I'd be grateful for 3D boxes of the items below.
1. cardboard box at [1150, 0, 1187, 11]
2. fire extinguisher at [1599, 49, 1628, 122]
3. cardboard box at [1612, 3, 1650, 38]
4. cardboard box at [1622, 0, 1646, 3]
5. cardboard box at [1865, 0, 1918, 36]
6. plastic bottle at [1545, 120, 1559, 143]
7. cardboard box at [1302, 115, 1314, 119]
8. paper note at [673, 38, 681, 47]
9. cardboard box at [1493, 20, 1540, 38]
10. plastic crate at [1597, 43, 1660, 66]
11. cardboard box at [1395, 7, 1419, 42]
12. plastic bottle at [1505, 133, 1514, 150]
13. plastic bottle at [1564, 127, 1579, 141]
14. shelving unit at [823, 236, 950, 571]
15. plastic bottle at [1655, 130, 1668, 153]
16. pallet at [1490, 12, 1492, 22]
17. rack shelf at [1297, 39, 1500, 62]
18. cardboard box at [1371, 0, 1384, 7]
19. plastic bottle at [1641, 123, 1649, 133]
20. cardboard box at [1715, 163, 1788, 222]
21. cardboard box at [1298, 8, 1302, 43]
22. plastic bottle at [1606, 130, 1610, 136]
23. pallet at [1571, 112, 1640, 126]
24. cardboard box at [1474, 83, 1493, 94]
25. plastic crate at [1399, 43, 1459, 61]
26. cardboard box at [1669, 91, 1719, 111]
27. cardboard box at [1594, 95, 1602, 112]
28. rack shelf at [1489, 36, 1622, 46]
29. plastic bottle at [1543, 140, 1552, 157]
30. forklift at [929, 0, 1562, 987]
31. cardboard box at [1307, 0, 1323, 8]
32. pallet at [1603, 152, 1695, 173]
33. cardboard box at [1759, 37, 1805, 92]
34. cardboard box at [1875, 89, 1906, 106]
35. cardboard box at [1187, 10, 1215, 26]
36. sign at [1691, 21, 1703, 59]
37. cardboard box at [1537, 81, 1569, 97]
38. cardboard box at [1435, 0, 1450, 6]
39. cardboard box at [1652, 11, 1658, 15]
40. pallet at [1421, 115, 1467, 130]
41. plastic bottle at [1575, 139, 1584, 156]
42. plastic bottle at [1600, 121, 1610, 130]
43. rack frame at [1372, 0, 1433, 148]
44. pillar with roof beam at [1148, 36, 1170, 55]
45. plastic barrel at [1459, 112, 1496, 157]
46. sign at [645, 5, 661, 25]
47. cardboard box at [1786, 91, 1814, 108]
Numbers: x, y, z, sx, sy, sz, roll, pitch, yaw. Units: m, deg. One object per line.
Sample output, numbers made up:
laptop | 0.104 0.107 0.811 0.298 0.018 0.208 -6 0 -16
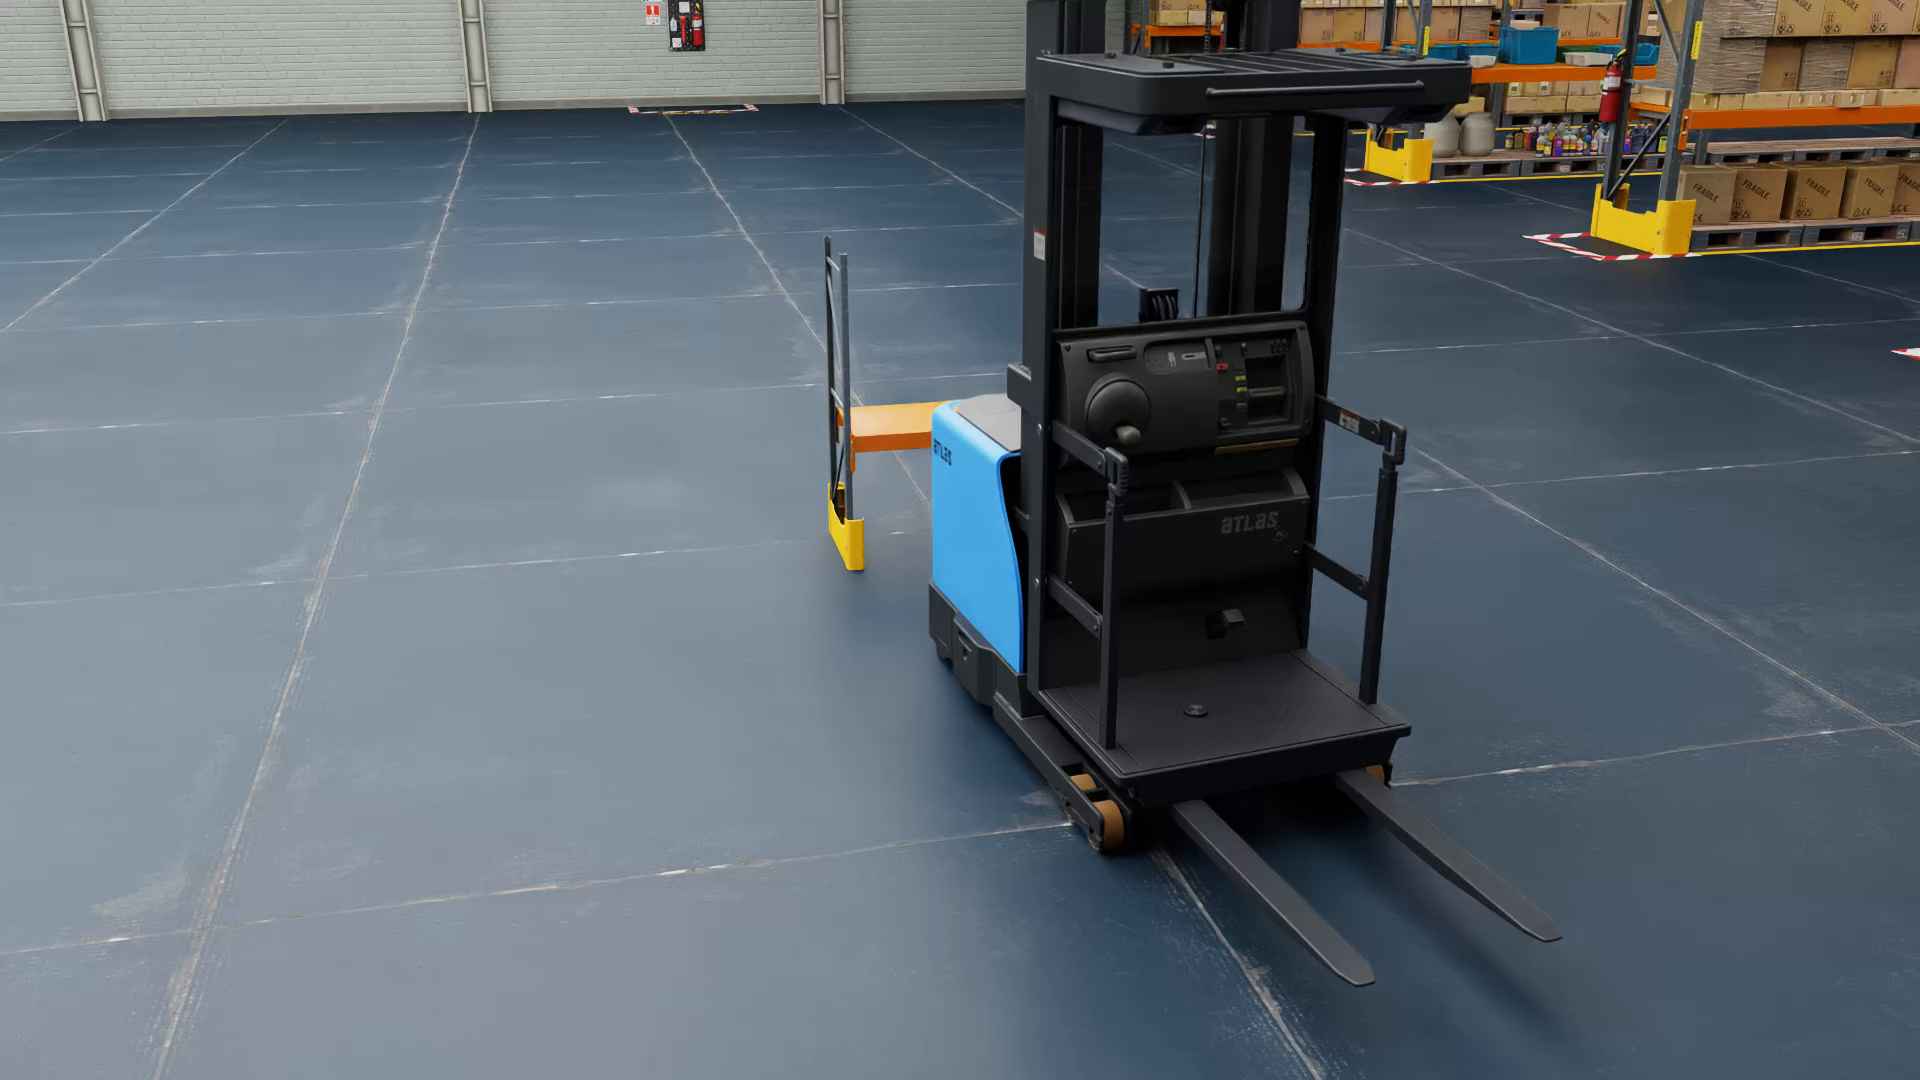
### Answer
cardboard box | 3.634 -9.486 28.947 0.500 0.500 0.500 -5 21 -12
fire extinguisher | 6.302 -4.392 16.056 0.183 0.674 0.296 -5 21 -12
cardboard box | 10.400 -8.141 26.033 0.500 0.500 0.500 -6 21 -15
cardboard box | 12.412 -10.117 30.964 0.500 0.500 0.500 -5 21 -13
cardboard box | 8.577 -5.010 15.600 0.500 0.500 0.500 -5 21 -12
plastic bottle | 7.613 -5.232 21.448 0.185 0.351 0.144 -4 20 -10
cardboard box | 5.303 -6.514 25.124 0.500 0.250 0.500 -5 21 -12
paper note | -4.858 -8.540 28.548 0.142 0.148 0.016 -5 21 -12
cardboard box | 8.605 -7.899 25.736 0.500 0.250 0.500 -3 20 -9
plastic crate | 8.258 -6.009 20.575 0.616 0.251 0.499 -5 21 -12
cardboard box | 6.705 -7.843 25.220 0.500 0.500 0.700 -4 21 -12
plastic bottle | 7.066 -5.126 21.375 0.097 0.201 0.097 0 20 0
plastic bottle | 7.853 -5.164 21.372 0.135 0.276 0.152 -5 21 -12
shelving unit | -0.074 -0.698 8.040 1.083 1.500 0.587 -5 21 -12
plastic bottle | 8.880 -5.040 21.023 0.133 0.283 0.061 -4 20 -10
pallet | 8.969 -9.630 30.522 1.213 0.211 1.003 -5 21 -12
rack shelf | 6.190 -7.420 25.255 4.000 0.370 1.077 -5 21 -12
cardboard box | 6.171 -8.031 24.790 0.250 0.149 0.380 -4 21 -12
plastic bottle | 8.679 -5.121 21.146 0.185 0.351 0.144 -5 21 -12
cardboard box | 7.705 -3.409 16.284 0.500 0.500 0.500 1 20 2
cardboard box | 4.701 -7.679 24.771 0.500 0.500 0.700 -5 21 -12
plastic bottle | 8.211 -5.032 20.903 0.185 0.351 0.144 -5 21 -13
pallet | 10.034 -6.776 26.505 1.213 0.211 1.003 -5 21 -12
cardboard box | 8.465 -7.213 26.217 0.500 0.311 0.500 -5 21 -12
plastic crate | 5.798 -6.011 20.579 0.616 0.251 0.499 -5 21 -12
cardboard box | 6.852 -4.108 15.533 0.250 0.149 0.380 -5 21 -12
cardboard box | 10.082 -6.893 26.158 0.500 0.250 0.500 -4 21 -11
rack shelf | 10.083 -7.737 26.120 4.000 0.370 1.077 -5 21 -12
plastic bottle | 7.317 -4.881 20.707 0.097 0.201 0.097 0 20 0
forklift | 0.852 -0.508 5.440 1.130 2.935 3.031 -7 21 -19
cardboard box | 5.175 -7.951 24.571 0.250 0.149 0.380 -5 21 -12
pallet | 8.609 -4.909 21.409 1.213 0.211 1.003 -5 21 -12
cardboard box | 7.520 -4.584 15.889 0.500 0.500 0.875 -5 21 -12
cardboard box | 8.808 -4.253 15.928 0.250 0.149 0.380 -5 21 -12
cardboard box | 4.150 -9.174 29.188 0.500 0.250 0.500 -5 21 -14
sign | 6.645 -4.508 15.002 0.005 0.325 0.100 -5 21 -12
cardboard box | 9.084 -7.073 25.833 0.500 0.311 0.500 -5 21 -13
cardboard box | 7.170 -8.113 25.012 0.250 0.149 0.380 -5 21 -13
cardboard box | 13.007 -9.874 31.245 0.250 0.149 0.380 -4 20 -11
pallet | 7.353 -6.558 25.910 1.213 0.211 1.003 -5 21 -12
plastic bottle | 7.743 -4.916 20.802 0.097 0.201 0.097 0 20 0
plastic bottle | 8.392 -5.295 21.621 0.185 0.351 0.144 -4 21 -11
rack frame | 5.380 -5.941 20.172 0.127 3.000 1.000 -5 21 -12
pillar with roof beam | 4.573 -10.978 25.201 0.400 9.000 9.100 -5 21 -12
plastic barrel | 6.491 -5.087 20.848 0.421 0.512 0.421 0 20 0
sign | -5.232 -8.952 28.340 0.234 0.329 0.001 -5 21 -12
cardboard box | 7.830 -4.180 15.731 0.250 0.149 0.380 -5 21 -12
